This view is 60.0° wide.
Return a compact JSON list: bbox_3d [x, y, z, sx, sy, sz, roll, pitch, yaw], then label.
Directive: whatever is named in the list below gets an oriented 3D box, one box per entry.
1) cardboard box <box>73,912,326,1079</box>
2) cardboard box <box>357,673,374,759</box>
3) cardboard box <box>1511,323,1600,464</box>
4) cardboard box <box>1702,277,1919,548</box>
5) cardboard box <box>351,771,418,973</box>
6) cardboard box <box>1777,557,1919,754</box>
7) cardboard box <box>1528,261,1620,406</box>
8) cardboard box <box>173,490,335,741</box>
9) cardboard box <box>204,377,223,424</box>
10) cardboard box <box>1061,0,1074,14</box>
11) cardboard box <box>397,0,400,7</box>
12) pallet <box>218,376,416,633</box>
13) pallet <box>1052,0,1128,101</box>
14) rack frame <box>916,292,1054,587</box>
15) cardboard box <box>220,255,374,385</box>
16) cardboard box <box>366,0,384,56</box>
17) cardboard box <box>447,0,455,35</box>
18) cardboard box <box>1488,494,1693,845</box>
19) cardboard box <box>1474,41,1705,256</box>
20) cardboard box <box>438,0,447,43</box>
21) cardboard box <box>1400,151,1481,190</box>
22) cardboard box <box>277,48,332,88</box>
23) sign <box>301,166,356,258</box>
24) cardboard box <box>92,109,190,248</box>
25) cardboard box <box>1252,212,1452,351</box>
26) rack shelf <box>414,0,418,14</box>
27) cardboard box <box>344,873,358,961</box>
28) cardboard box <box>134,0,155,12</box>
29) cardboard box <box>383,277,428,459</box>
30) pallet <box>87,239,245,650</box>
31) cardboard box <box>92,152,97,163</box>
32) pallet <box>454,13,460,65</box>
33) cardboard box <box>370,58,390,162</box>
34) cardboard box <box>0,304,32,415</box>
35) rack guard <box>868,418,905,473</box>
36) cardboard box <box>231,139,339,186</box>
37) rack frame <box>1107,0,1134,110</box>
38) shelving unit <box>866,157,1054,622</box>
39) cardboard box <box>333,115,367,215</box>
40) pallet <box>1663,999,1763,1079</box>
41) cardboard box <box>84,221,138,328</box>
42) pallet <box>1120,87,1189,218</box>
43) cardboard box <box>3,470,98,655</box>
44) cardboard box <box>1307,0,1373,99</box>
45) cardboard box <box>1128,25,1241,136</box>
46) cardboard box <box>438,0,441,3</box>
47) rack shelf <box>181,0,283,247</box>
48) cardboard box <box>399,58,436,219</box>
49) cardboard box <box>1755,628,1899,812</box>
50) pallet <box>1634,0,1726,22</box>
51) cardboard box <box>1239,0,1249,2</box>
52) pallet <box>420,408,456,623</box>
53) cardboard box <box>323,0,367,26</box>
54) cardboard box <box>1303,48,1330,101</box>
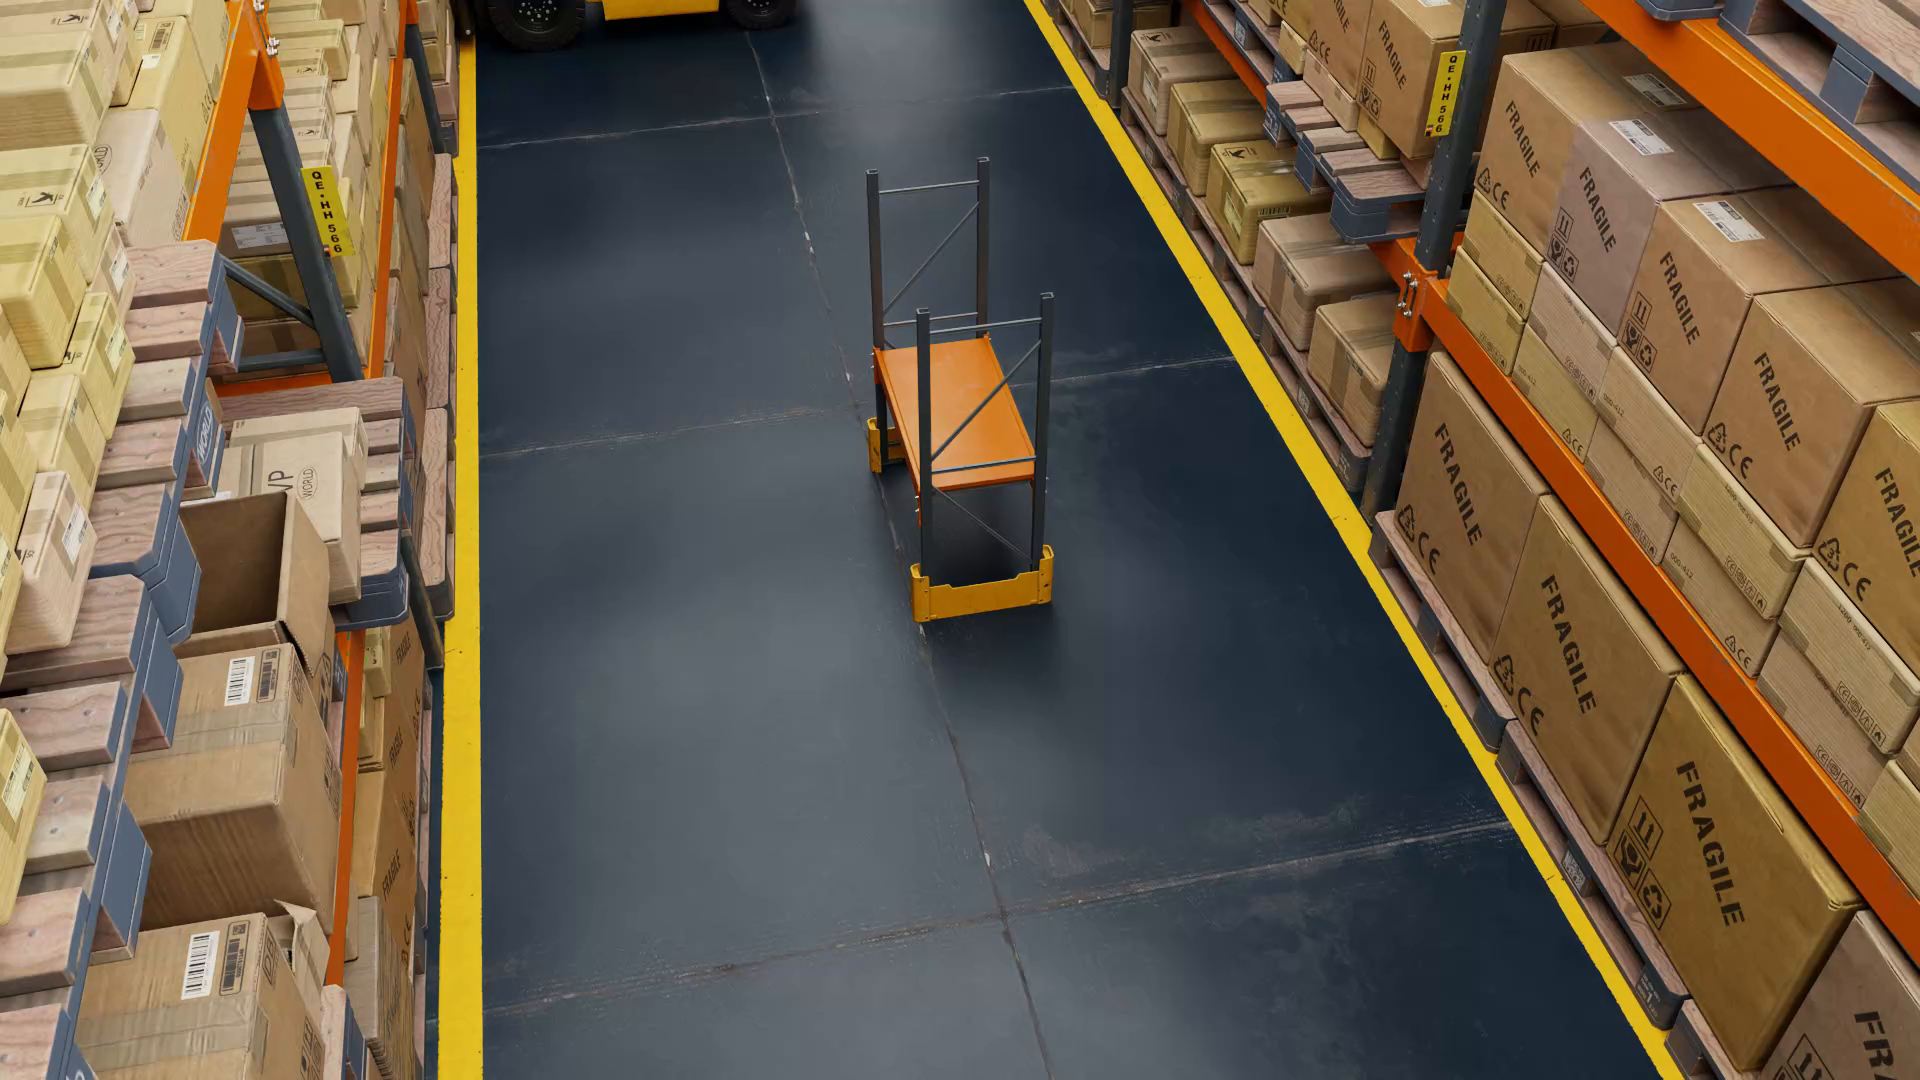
[{"bbox_3d":[-1.704,1.147,3.307,0.700,0.500,0.500,-8,42,-9],"label":"cardboard box"},{"bbox_3d":[-2.113,0.599,5.394,0.380,0.149,0.250,-10,43,-11],"label":"cardboard box"},{"bbox_3d":[2.264,-0.544,5.716,0.500,0.250,0.500,-9,42,-11],"label":"cardboard box"},{"bbox_3d":[2.463,-0.355,4.562,0.500,0.500,0.500,-8,42,-9],"label":"cardboard box"},{"bbox_3d":[-2.055,1.116,5.300,0.500,0.500,0.500,-7,42,-7],"label":"cardboard box"},{"bbox_3d":[2.574,0.270,4.423,0.500,0.250,0.500,-7,42,-8],"label":"cardboard box"},{"bbox_3d":[2.255,-0.715,5.533,0.500,0.250,0.500,-7,42,-8],"label":"cardboard box"},{"bbox_3d":[-2.037,0.266,4.297,0.797,0.503,0.637,-9,42,-10],"label":"cardboard box"},{"bbox_3d":[-2.611,-0.408,5.059,0.500,0.500,0.500,-6,42,-7],"label":"cardboard box"},{"bbox_3d":[0.898,-3.694,10.906,0.500,0.250,0.500,-9,42,-10],"label":"cardboard box"},{"bbox_3d":[-3.069,-2.817,8.277,0.500,0.250,0.500,-7,42,-8],"label":"cardboard box"},{"bbox_3d":[-2.355,-0.069,5.213,1.213,0.211,1.003,-8,42,-9],"label":"pallet"},{"bbox_3d":[1.234,-3.264,10.768,1.003,0.211,1.213,-8,42,-9],"label":"pallet"},{"bbox_3d":[0.091,-0.287,6.443,0.500,1.500,0.032,-8,42,-9],"label":"rack frame"},{"bbox_3d":[-2.427,-0.836,6.046,0.500,0.250,0.500,-8,42,-9],"label":"cardboard box"},{"bbox_3d":[-2.854,-2.347,7.371,0.500,0.250,0.500,-8,42,-8],"label":"cardboard box"},{"bbox_3d":[-3.465,-3.310,10.475,0.500,0.250,0.500,-8,42,-9],"label":"cardboard box"},{"bbox_3d":[2.533,0.392,5.833,0.875,0.875,0.875,-8,42,-9],"label":"cardboard box"},{"bbox_3d":[2.144,-1.340,5.672,0.500,0.500,0.500,-10,43,-11],"label":"cardboard box"},{"bbox_3d":[-3.346,-3.162,9.931,0.500,0.250,0.500,-9,42,-10],"label":"cardboard box"},{"bbox_3d":[1.976,-1.525,6.582,0.380,0.149,0.250,-7,42,-8],"label":"cardboard box"},{"bbox_3d":[-2.642,-1.761,6.410,0.380,0.149,0.250,-8,42,-9],"label":"cardboard box"},{"bbox_3d":[-2.042,-1.057,5.369,0.100,0.325,0.005,-8,42,-9],"label":"sign"},{"bbox_3d":[-2.004,-0.688,3.619,0.500,0.250,0.500,-8,42,-9],"label":"cardboard box"},{"bbox_3d":[1.997,-1.303,8.121,0.950,0.372,0.625,-9,42,-10],"label":"cardboard box"},{"bbox_3d":[-3.865,-4.190,10.253,1.077,0.370,4.000,-8,42,-9],"label":"rack shelf"},{"bbox_3d":[-1.957,1.113,4.815,0.380,0.149,0.250,-10,43,-11],"label":"cardboard box"},{"bbox_3d":[-2.221,-1.419,4.142,0.380,0.149,0.250,-9,42,-10],"label":"cardboard box"},{"bbox_3d":[-2.839,-0.668,7.215,0.875,0.625,0.625,-7,42,-8],"label":"cardboard box"},{"bbox_3d":[-2.005,-0.133,3.023,1.213,0.211,1.003,-8,42,-9],"label":"pallet"},{"bbox_3d":[-2.006,-0.752,3.390,0.380,0.149,0.250,-7,42,-8],"label":"cardboard box"},{"bbox_3d":[-3.830,-3.434,10.959,1.003,0.211,1.213,-8,42,-9],"label":"pallet"},{"bbox_3d":[-2.759,-1.833,7.168,0.500,0.250,0.500,-7,42,-8],"label":"cardboard box"},{"bbox_3d":[-1.676,-0.221,2.553,0.380,0.149,0.250,-8,42,-9],"label":"cardboard box"},{"bbox_3d":[-0.124,-0.466,7.586,0.587,0.250,0.087,-8,42,-9],"label":"rack guard"},{"bbox_3d":[-2.409,-1.272,5.859,0.380,0.149,0.250,-7,42,-8],"label":"cardboard box"},{"bbox_3d":[1.413,-3.876,9.357,1.000,3.000,0.127,-8,42,-9],"label":"rack frame"},{"bbox_3d":[-0.016,-0.610,6.808,0.587,1.500,1.083,-8,42,-9],"label":"shelving unit"},{"bbox_3d":[-2.534,-1.348,6.246,0.500,0.250,0.500,-7,42,-8],"label":"cardboard box"},{"bbox_3d":[2.900,1.863,4.993,1.003,0.211,1.213,-8,42,-9],"label":"pallet"},{"bbox_3d":[-1.739,-0.443,3.027,0.380,0.149,0.250,-7,42,-8],"label":"cardboard box"},{"bbox_3d":[1.583,-2.329,9.715,1.003,0.211,1.213,-8,42,-9],"label":"pallet"},{"bbox_3d":[-1.526,0.051,2.471,0.380,0.149,0.250,-8,42,-9],"label":"cardboard box"},{"bbox_3d":[1.785,-2.178,6.828,0.500,0.500,0.500,-9,42,-10],"label":"cardboard box"},{"bbox_3d":[1.529,-2.711,9.708,0.950,0.372,0.625,-8,42,-9],"label":"cardboard box"},{"bbox_3d":[-3.331,-3.357,9.774,0.500,0.250,0.500,-8,42,-9],"label":"cardboard box"},{"bbox_3d":[-2.138,-0.126,3.415,1.077,0.370,4.000,-8,42,-9],"label":"rack shelf"},{"bbox_3d":[-3.309,-2.095,8.823,0.875,0.625,0.625,-7,42,-7],"label":"cardboard box"},{"bbox_3d":[2.598,0.451,4.596,0.500,0.250,0.500,-9,42,-10],"label":"cardboard box"},{"bbox_3d":[2.467,-1.925,5.042,1.213,0.211,1.003,-7,42,-7],"label":"pallet"},{"bbox_3d":[1.478,-2.687,7.891,0.380,0.149,0.250,-7,42,-8],"label":"cardboard box"},{"bbox_3d":[-2.709,-0.066,7.166,1.003,0.211,1.213,-8,42,-9],"label":"pallet"},{"bbox_3d":[-2.705,-2.268,6.982,0.380,0.149,0.250,-9,42,-10],"label":"cardboard box"},{"bbox_3d":[1.703,-2.010,7.128,0.380,0.149,0.250,-10,43,-11],"label":"cardboard box"}]
